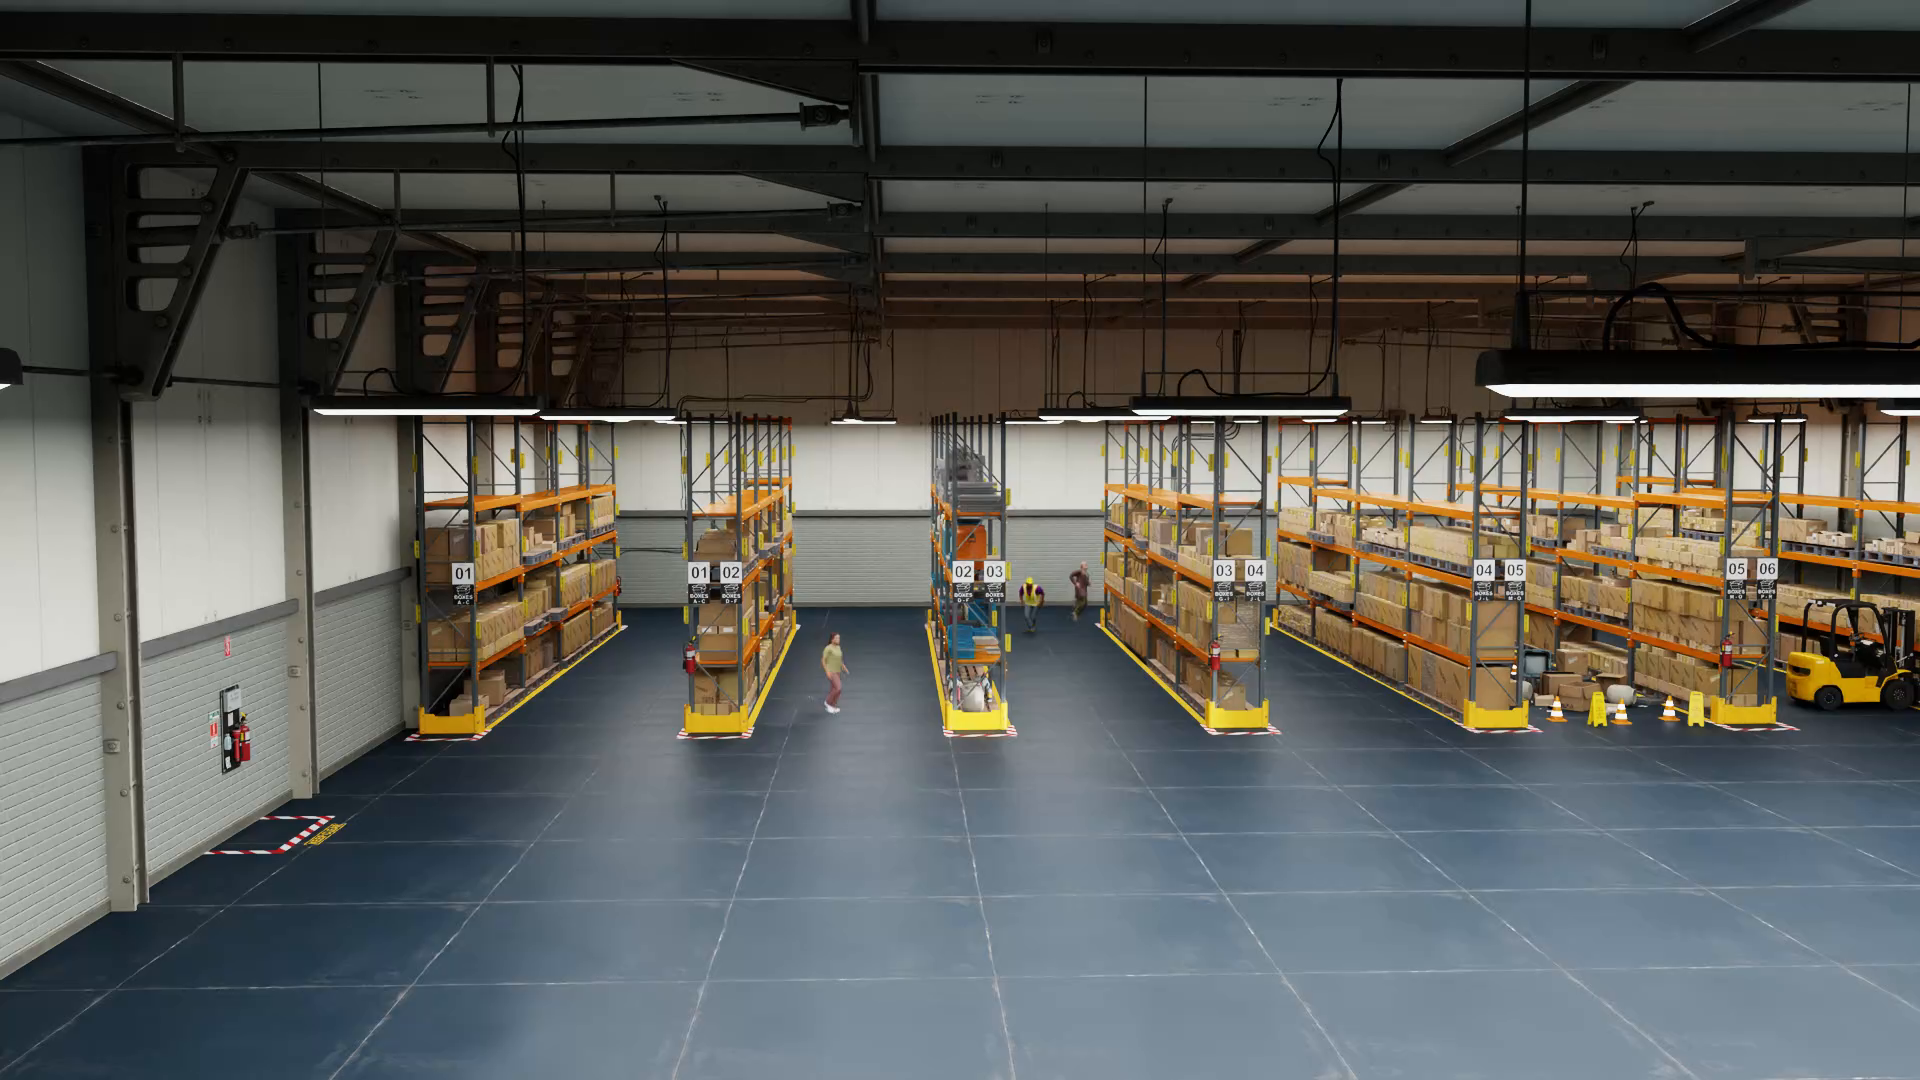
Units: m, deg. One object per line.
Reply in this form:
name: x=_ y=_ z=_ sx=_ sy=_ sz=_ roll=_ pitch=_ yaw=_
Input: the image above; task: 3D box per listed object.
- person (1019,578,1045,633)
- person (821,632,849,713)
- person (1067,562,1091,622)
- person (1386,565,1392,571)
person: x=2.003 y=1.810 z=46.097 sx=0.708 sy=1.597 sz=0.977 roll=1 pitch=4 yaw=14
person: x=-2.515 y=2.630 z=32.939 sx=0.564 sy=1.638 sz=0.510 roll=2 pitch=4 yaw=29
person: x=3.561 y=1.526 z=49.124 sx=0.683 sy=1.758 sz=0.768 roll=2 pitch=4 yaw=28
person: x=12.792 y=1.543 z=49.252 sx=0.784 sy=1.737 sz=0.597 roll=0 pitch=4 yaw=2
